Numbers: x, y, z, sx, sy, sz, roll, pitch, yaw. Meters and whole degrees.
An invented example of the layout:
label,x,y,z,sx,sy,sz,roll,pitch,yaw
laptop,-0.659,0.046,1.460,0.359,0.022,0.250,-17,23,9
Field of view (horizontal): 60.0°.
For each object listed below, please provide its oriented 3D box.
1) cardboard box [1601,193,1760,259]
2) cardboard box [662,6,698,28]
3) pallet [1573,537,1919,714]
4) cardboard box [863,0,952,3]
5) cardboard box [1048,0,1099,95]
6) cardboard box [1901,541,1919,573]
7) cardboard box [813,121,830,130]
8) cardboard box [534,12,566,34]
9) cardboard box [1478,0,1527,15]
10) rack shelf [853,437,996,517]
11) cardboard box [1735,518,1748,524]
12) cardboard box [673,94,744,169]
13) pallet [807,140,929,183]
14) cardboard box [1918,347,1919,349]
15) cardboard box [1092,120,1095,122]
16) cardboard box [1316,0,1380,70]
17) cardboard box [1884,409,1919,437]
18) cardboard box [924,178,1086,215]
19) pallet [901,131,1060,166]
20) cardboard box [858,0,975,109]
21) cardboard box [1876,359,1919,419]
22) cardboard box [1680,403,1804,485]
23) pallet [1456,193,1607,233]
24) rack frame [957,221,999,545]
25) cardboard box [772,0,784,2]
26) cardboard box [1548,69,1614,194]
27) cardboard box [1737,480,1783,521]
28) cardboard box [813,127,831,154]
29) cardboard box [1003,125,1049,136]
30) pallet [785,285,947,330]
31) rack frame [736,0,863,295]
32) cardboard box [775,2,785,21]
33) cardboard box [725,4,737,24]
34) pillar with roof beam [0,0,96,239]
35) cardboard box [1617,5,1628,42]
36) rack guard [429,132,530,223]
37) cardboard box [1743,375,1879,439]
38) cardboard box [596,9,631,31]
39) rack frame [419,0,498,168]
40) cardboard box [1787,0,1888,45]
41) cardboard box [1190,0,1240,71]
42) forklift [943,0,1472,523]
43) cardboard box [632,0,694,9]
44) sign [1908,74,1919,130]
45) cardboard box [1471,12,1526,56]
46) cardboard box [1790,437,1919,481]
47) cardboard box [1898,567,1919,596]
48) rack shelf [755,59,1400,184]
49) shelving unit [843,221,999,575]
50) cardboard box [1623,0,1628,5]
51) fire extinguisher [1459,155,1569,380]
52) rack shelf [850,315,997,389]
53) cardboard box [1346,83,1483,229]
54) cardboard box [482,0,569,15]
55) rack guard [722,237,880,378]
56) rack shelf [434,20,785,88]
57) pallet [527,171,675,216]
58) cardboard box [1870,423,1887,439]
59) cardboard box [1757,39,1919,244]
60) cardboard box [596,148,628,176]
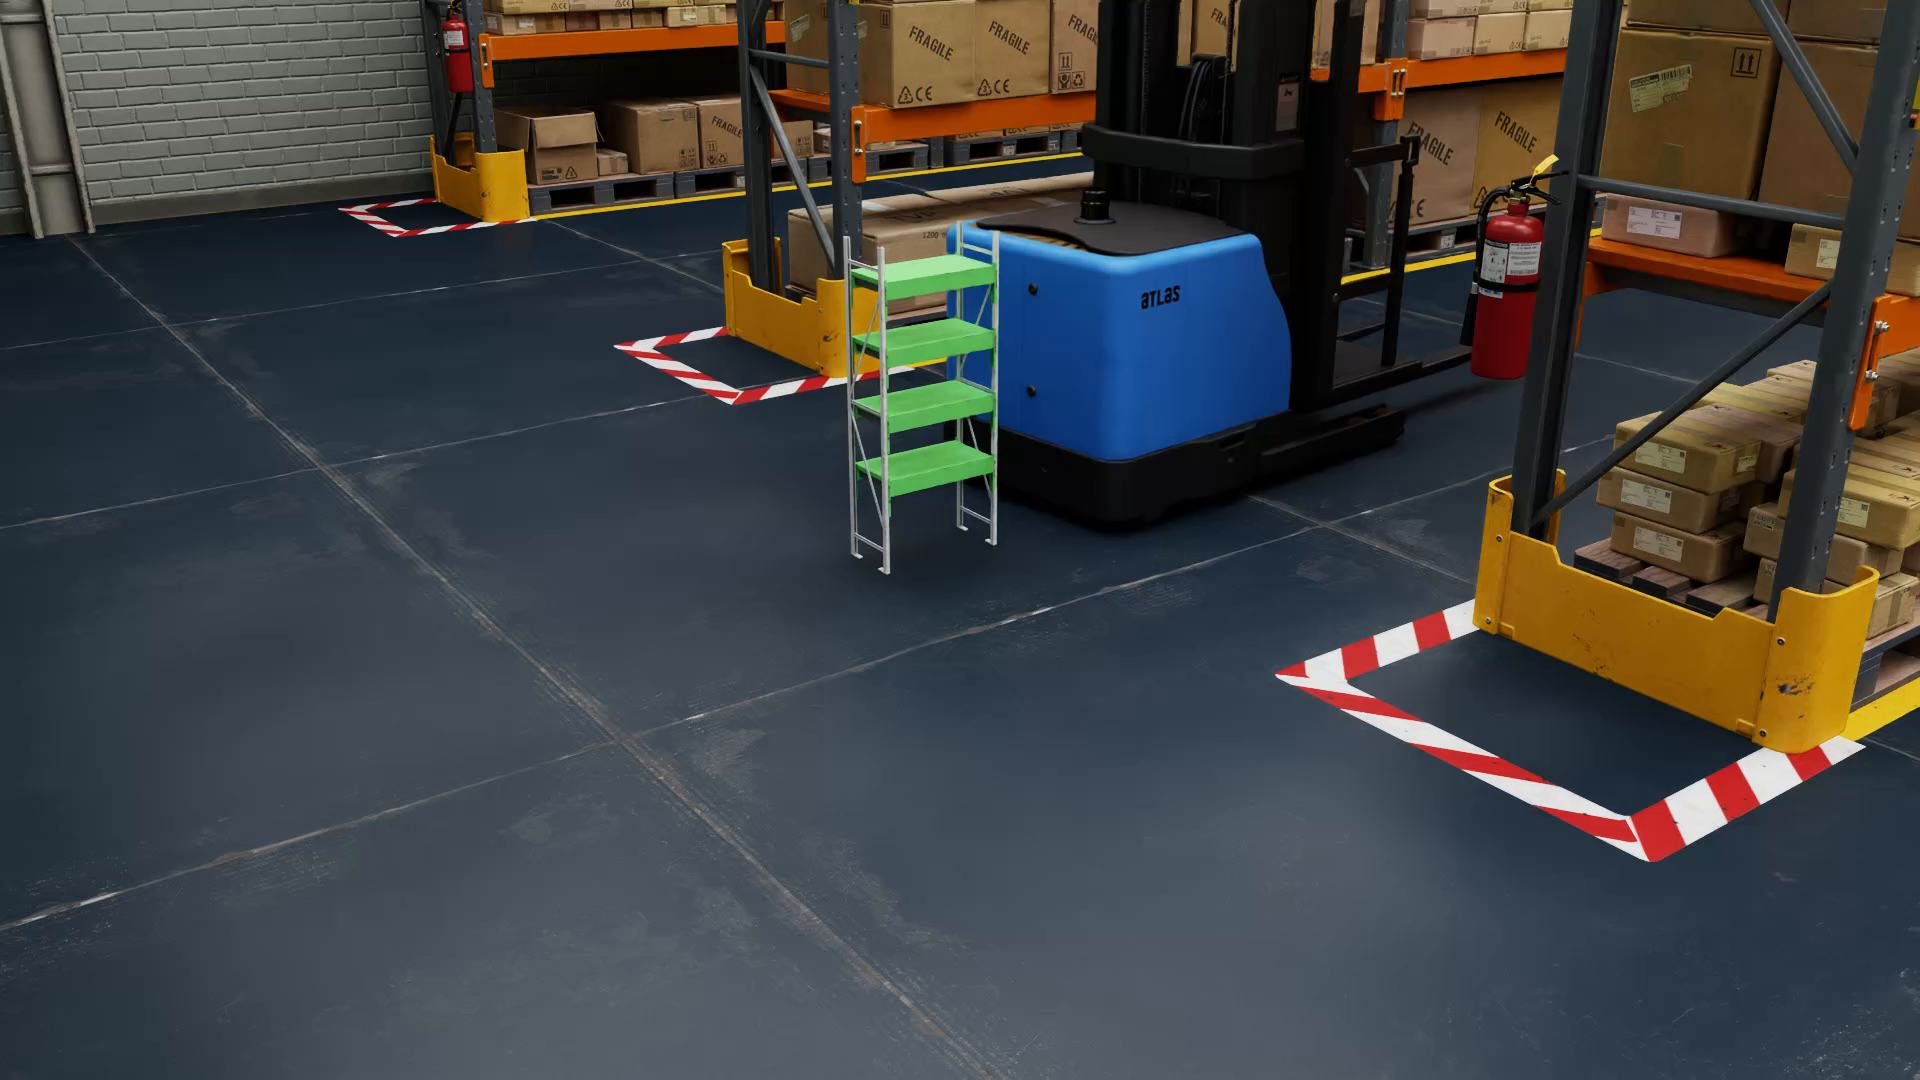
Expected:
label,x,y,z,sx,sy,sz,roll,pitch,yaw
cardboard box,2.244,-0.996,5.183,0.250,0.149,0.380,-15,26,-33
cardboard box,-2.229,-4.052,12.844,0.250,0.149,0.380,-16,27,-34
pallet,2.886,0.157,5.719,1.213,0.211,1.003,-15,26,-33
cardboard box,-0.273,-2.953,8.266,0.500,0.500,0.500,-16,27,-34
cardboard box,0.546,-2.711,9.007,0.500,0.500,0.500,-15,26,-33
cardboard box,2.975,-0.044,5.339,0.250,0.149,0.380,-15,26,-33
cardboard box,-1.158,-3.657,14.574,0.500,0.311,0.500,-14,26,-31
cardboard box,-3.124,-3.858,12.355,0.250,0.149,0.380,-14,26,-32
cardboard box,3.347,-3.584,10.859,0.500,0.250,0.500,-14,26,-32
rack shelf,-0.134,-0.239,6.197,0.480,0.148,0.258,-15,26,-33
cardboard box,2.599,-0.091,5.856,0.250,0.149,0.380,-14,26,-31
cardboard box,-1.975,-3.312,13.456,0.500,0.500,0.500,-14,26,-32
pallet,-1.042,-3.339,14.479,1.213,0.211,1.003,-15,26,-33
cardboard box,3.930,-0.669,6.502,0.250,0.149,0.380,-16,27,-35
cardboard box,1.299,-4.189,15.653,0.500,0.500,0.500,-16,27,-35
cardboard box,2.191,-3.159,10.131,0.500,0.500,0.500,-15,26,-32
cardboard box,3.354,-0.306,5.593,0.250,0.149,0.380,-16,27,-35
cardboard box,0.387,-1.803,9.757,0.875,0.438,0.875,-14,26,-31
pallet,0.155,-3.675,15.321,1.213,0.211,1.003,-15,26,-33
cardboard box,-0.271,-2.488,8.449,0.500,0.500,0.500,-15,26,-33
cardboard box,3.511,-0.562,6.234,0.250,0.149,0.380,-16,27,-35
cardboard box,2.663,-0.332,5.658,0.250,0.149,0.380,-14,26,-32
pallet,3.992,-2.450,12.252,1.213,0.211,1.003,-15,26,-33
rack frame,0.064,-0.574,6.217,0.015,1.200,0.240,-15,26,-33
cardboard box,-1.565,-4.450,13.303,0.500,0.250,0.500,-15,26,-33
cardboard box,4.330,-3.048,12.287,0.875,0.875,0.875,-15,26,-32
cardboard box,2.650,-0.206,5.745,0.250,0.149,0.380,-16,27,-34
cardboard box,-1.054,-3.421,14.046,0.258,0.266,0.396,-14,26,-31
cardboard box,0.467,-3.972,15.109,0.500,0.500,0.500,-15,26,-34
pallet,-0.225,-1.326,9.434,1.213,0.211,1.003,-15,26,-33
rack frame,-0.829,-2.424,8.424,0.127,3.000,1.000,-15,26,-33
cardboard box,-1.410,-4.282,13.419,0.250,0.149,0.380,-15,26,-34
cardboard box,-1.858,-4.192,13.194,0.250,0.149,0.380,-15,26,-33
pillar with roof beam,-3.931,-5.095,7.024,0.400,9.000,9.100,-15,26,-33
cardboard box,4.583,-3.679,11.771,0.500,0.250,0.500,-15,26,-33
rack guard,-3.669,-2.772,12.669,0.348,0.500,1.175,-15,26,-33
cardboard box,3.047,-0.463,5.987,0.250,0.149,0.380,-16,27,-35
cardboard box,-2.690,-3.961,12.615,0.250,0.149,0.380,-14,26,-31
rack frame,-3.731,-3.917,12.164,0.127,3.000,1.000,-15,26,-33
cardboard box,2.664,-1.623,4.531,0.500,0.500,0.500,-15,26,-33
cardboard box,1.377,-2.933,9.564,0.500,0.500,0.500,-15,26,-34
forklift,1.366,-1.868,7.122,3.031,2.935,1.130,-18,28,-38
cardboard box,-2.386,-4.222,12.731,0.500,0.250,0.500,-16,26,-34
sign,2.461,-1.196,4.177,0.005,0.325,0.100,-15,26,-33
cardboard box,3.349,-3.349,10.943,0.500,0.250,0.500,-16,27,-34
cardboard box,2.921,-0.211,5.355,0.250,0.149,0.380,-14,26,-32
cardboard box,2.921,0.074,5.444,0.250,0.149,0.380,-15,26,-33
rack shelf,0.795,-2.523,9.642,4.000,0.370,1.077,-15,26,-33
shelving unit,-0.134,-0.521,6.084,0.503,1.200,0.258,-15,26,-33
cardboard box,4.603,-3.908,11.670,0.500,0.250,0.500,-16,27,-34
fire extinguisher,1.670,-0.832,5.042,0.183,0.674,0.296,-15,26,-33
rack shelf,-0.134,-0.685,6.019,0.480,0.148,0.258,-15,26,-33
cardboard box,2.875,-2.656,11.306,0.875,0.875,0.875,-14,26,-31
cardboard box,-3.205,-4.002,12.180,0.500,0.250,0.500,-15,26,-33
rack guard,-0.848,-1.258,8.874,0.348,0.500,1.175,-15,26,-33
rack shelf,-2.107,-4.015,13.383,4.000,0.370,1.077,-15,26,-33
pallet,-3.022,-2.811,13.156,1.213,0.211,1.003,-15,26,-33
cardboard box,3.240,-0.395,6.218,0.250,0.149,0.380,-14,26,-32
cardboard box,2.670,-1.155,4.709,0.500,0.500,0.500,-14,25,-30
cardboard box,-2.811,-2.972,13.076,0.250,0.149,0.380,-16,27,-35
